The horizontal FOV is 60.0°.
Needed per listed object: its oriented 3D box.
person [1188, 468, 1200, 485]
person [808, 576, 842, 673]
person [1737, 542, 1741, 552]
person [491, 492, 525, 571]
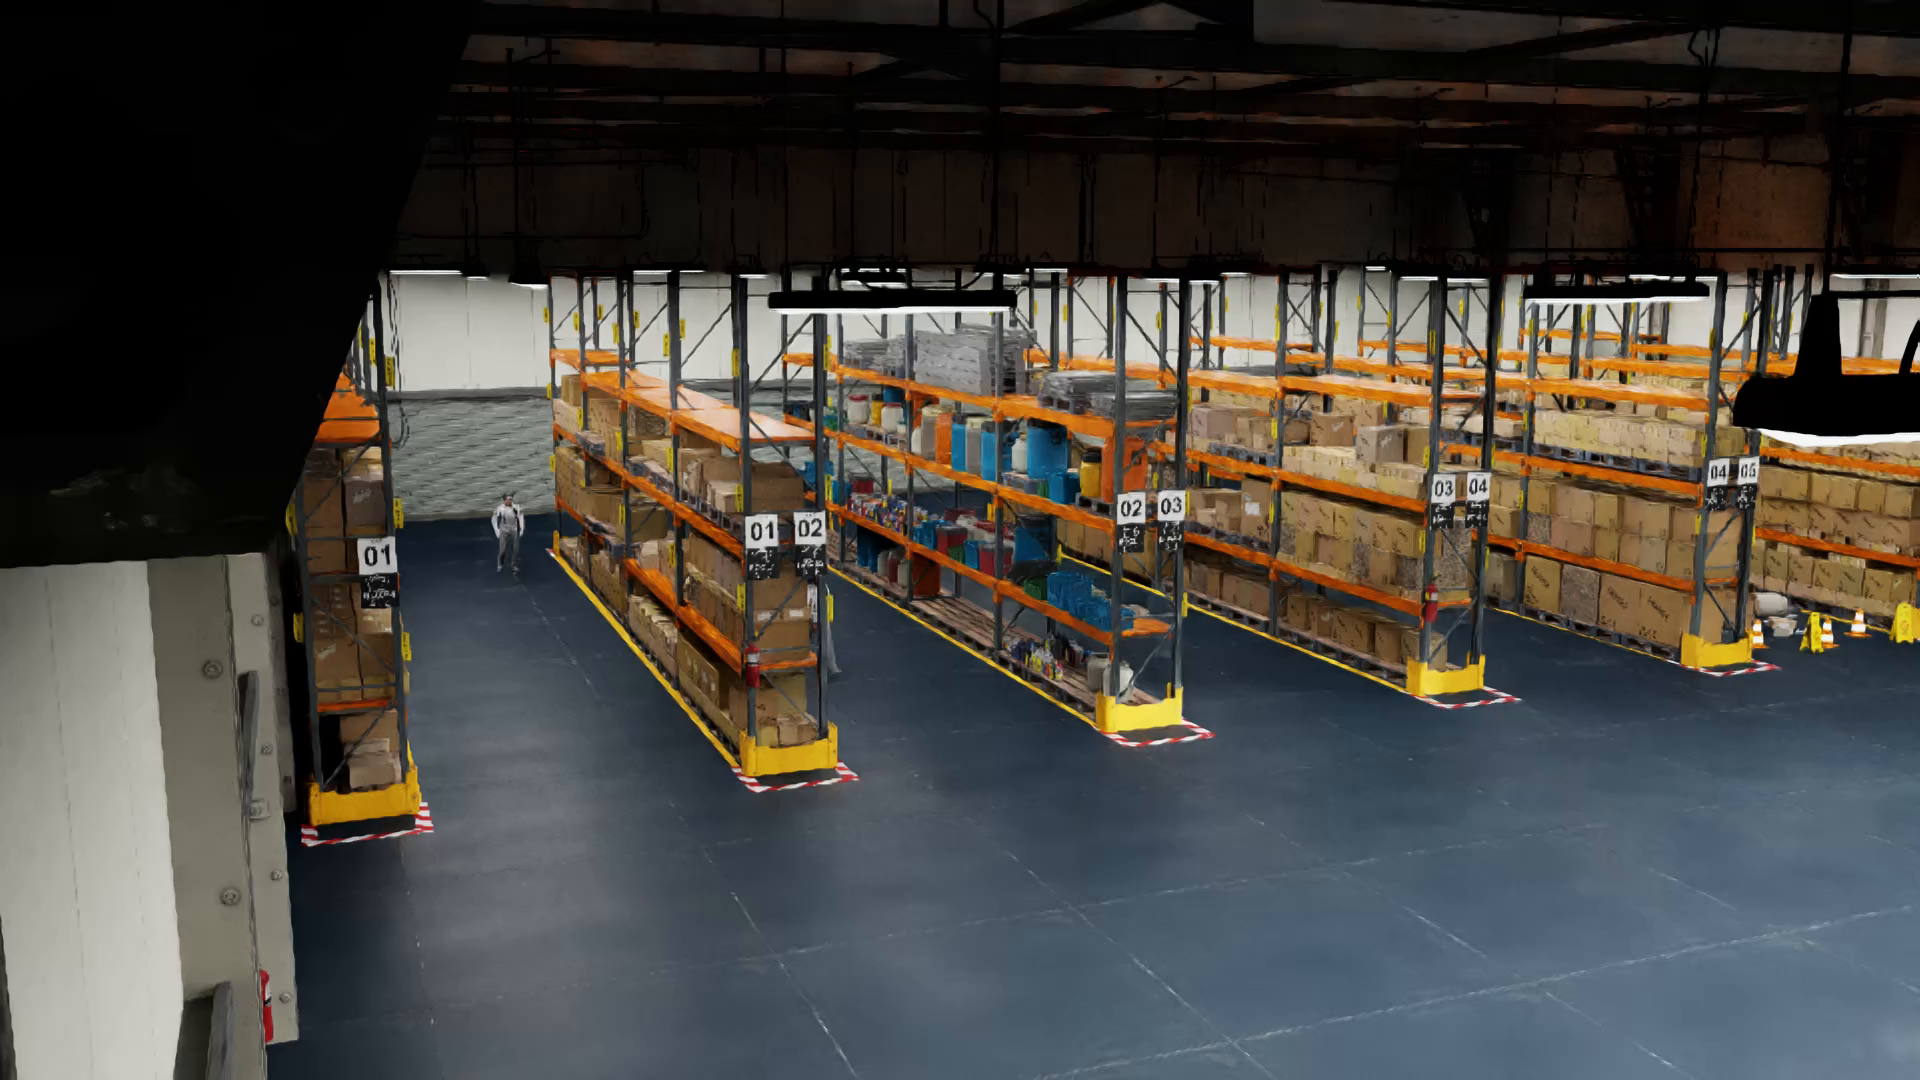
[{"bbox_3d":[6.052,-1.928,42.974,0.520,1.644,0.525,3,10,15],"label":"person"},{"bbox_3d":[-2.172,1.190,25.109,0.470,1.595,1.060,-6,11,-30],"label":"person"},{"bbox_3d":[15.902,-0.343,33.758,0.463,1.664,0.514,1,10,8],"label":"person"},{"bbox_3d":[-8.950,-0.173,32.975,0.639,1.632,0.512,-4,11,-23],"label":"person"}]
